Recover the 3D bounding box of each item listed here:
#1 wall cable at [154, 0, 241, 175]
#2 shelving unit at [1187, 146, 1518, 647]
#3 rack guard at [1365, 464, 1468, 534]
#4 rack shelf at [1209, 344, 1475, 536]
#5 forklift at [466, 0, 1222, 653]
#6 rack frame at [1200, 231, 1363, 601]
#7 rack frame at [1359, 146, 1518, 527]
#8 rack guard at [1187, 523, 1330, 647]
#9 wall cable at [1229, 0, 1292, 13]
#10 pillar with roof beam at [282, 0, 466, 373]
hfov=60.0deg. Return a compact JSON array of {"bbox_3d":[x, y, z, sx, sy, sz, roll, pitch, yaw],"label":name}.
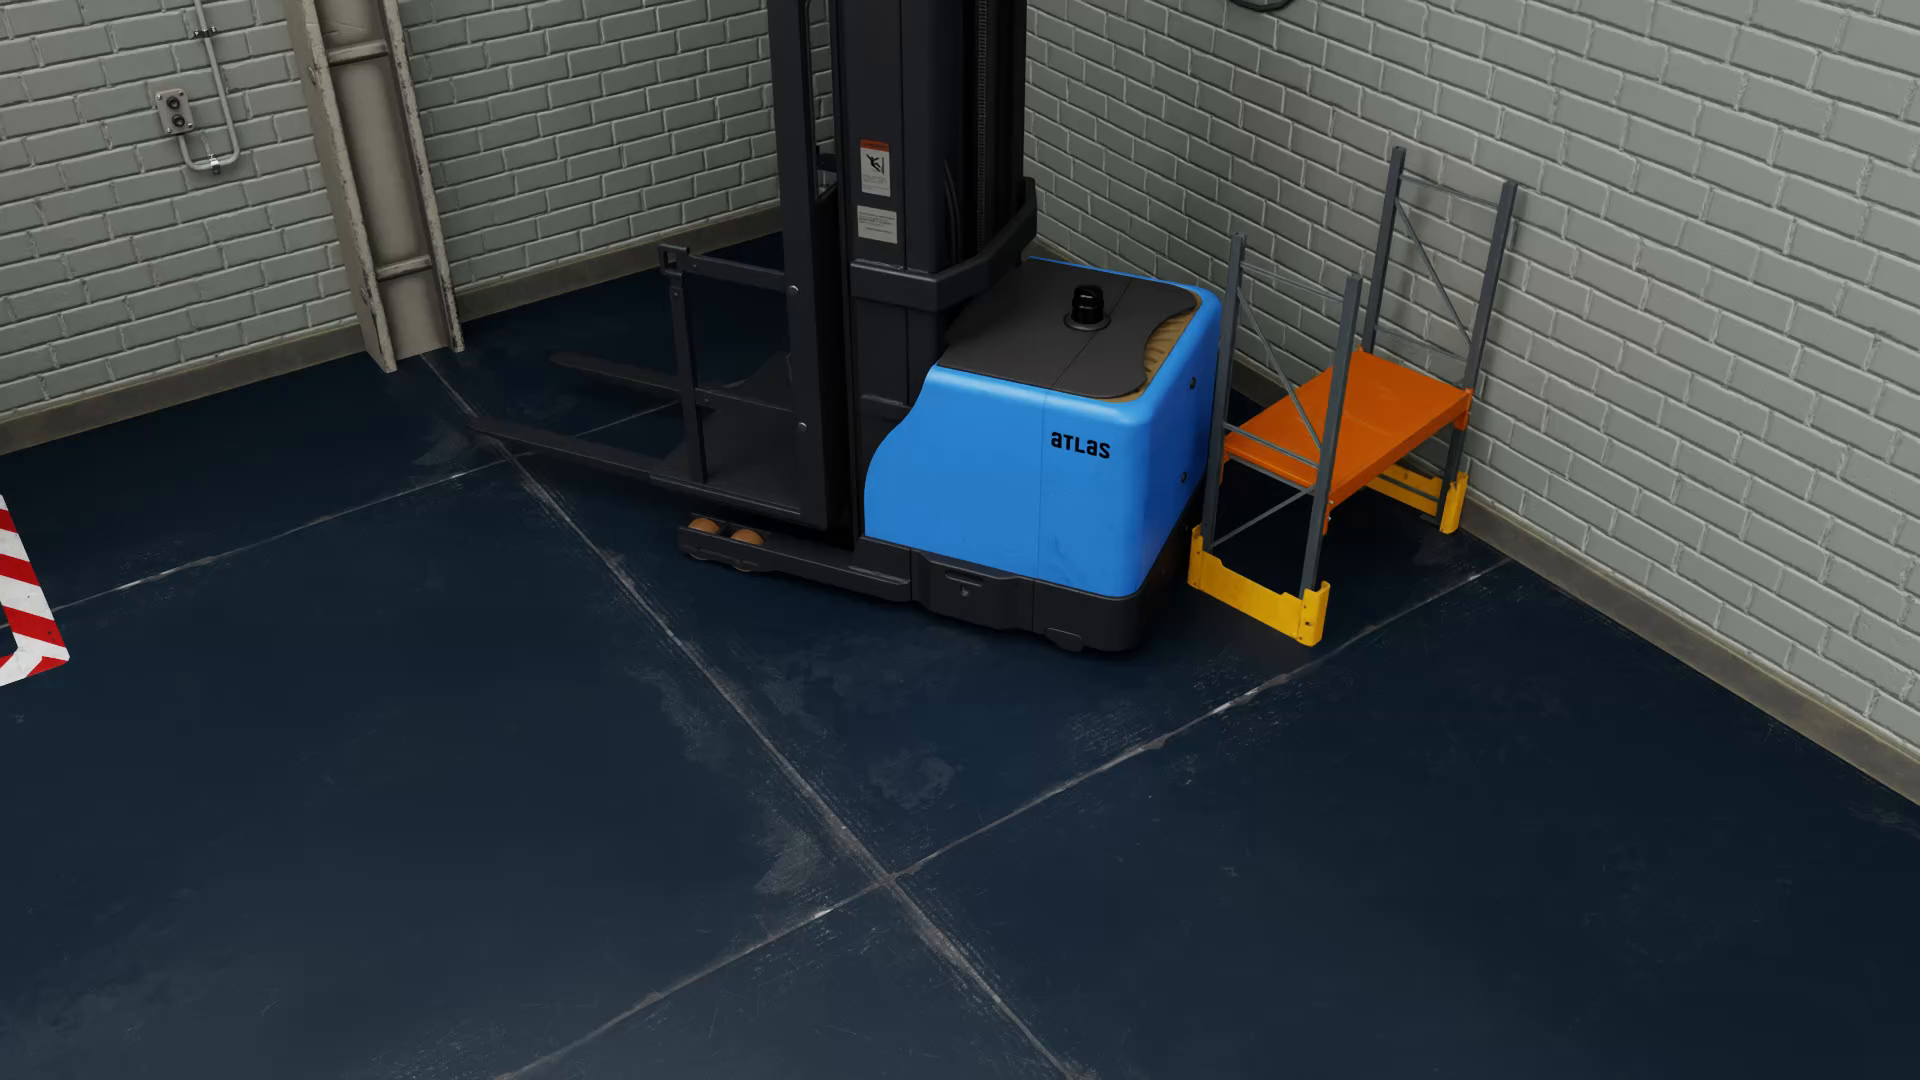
[{"bbox_3d":[-3.840,-2.117,6.255,1.851,1.984,0.084,-22,41,-28],"label":"wall cable"},{"bbox_3d":[1.466,-0.553,6.234,0.587,1.500,1.083,29,45,34],"label":"shelving unit"},{"bbox_3d":[1.809,-0.256,6.892,0.587,0.250,0.087,29,45,34],"label":"rack guard"},{"bbox_3d":[1.460,-0.403,6.334,0.538,0.185,1.000,29,45,34],"label":"rack shelf"},{"bbox_3d":[-0.573,-1.332,6.092,3.031,2.935,1.130,14,38,19],"label":"forklift"},{"bbox_3d":[1.110,-0.334,5.929,0.500,1.500,0.032,29,45,34],"label":"rack frame"},{"bbox_3d":[1.810,-0.764,6.528,0.500,1.500,0.032,29,45,34],"label":"rack frame"},{"bbox_3d":[1.123,0.166,6.306,0.587,0.250,0.087,29,45,34],"label":"rack guard"},{"bbox_3d":[0.487,-3.730,6.888,0.112,2.526,3.097,-22,41,-28],"label":"wall cable"},{"bbox_3d":[-0.153,-2.525,2.553,0.400,9.000,9.100,-22,41,-28],"label":"pillar with roof beam"}]
